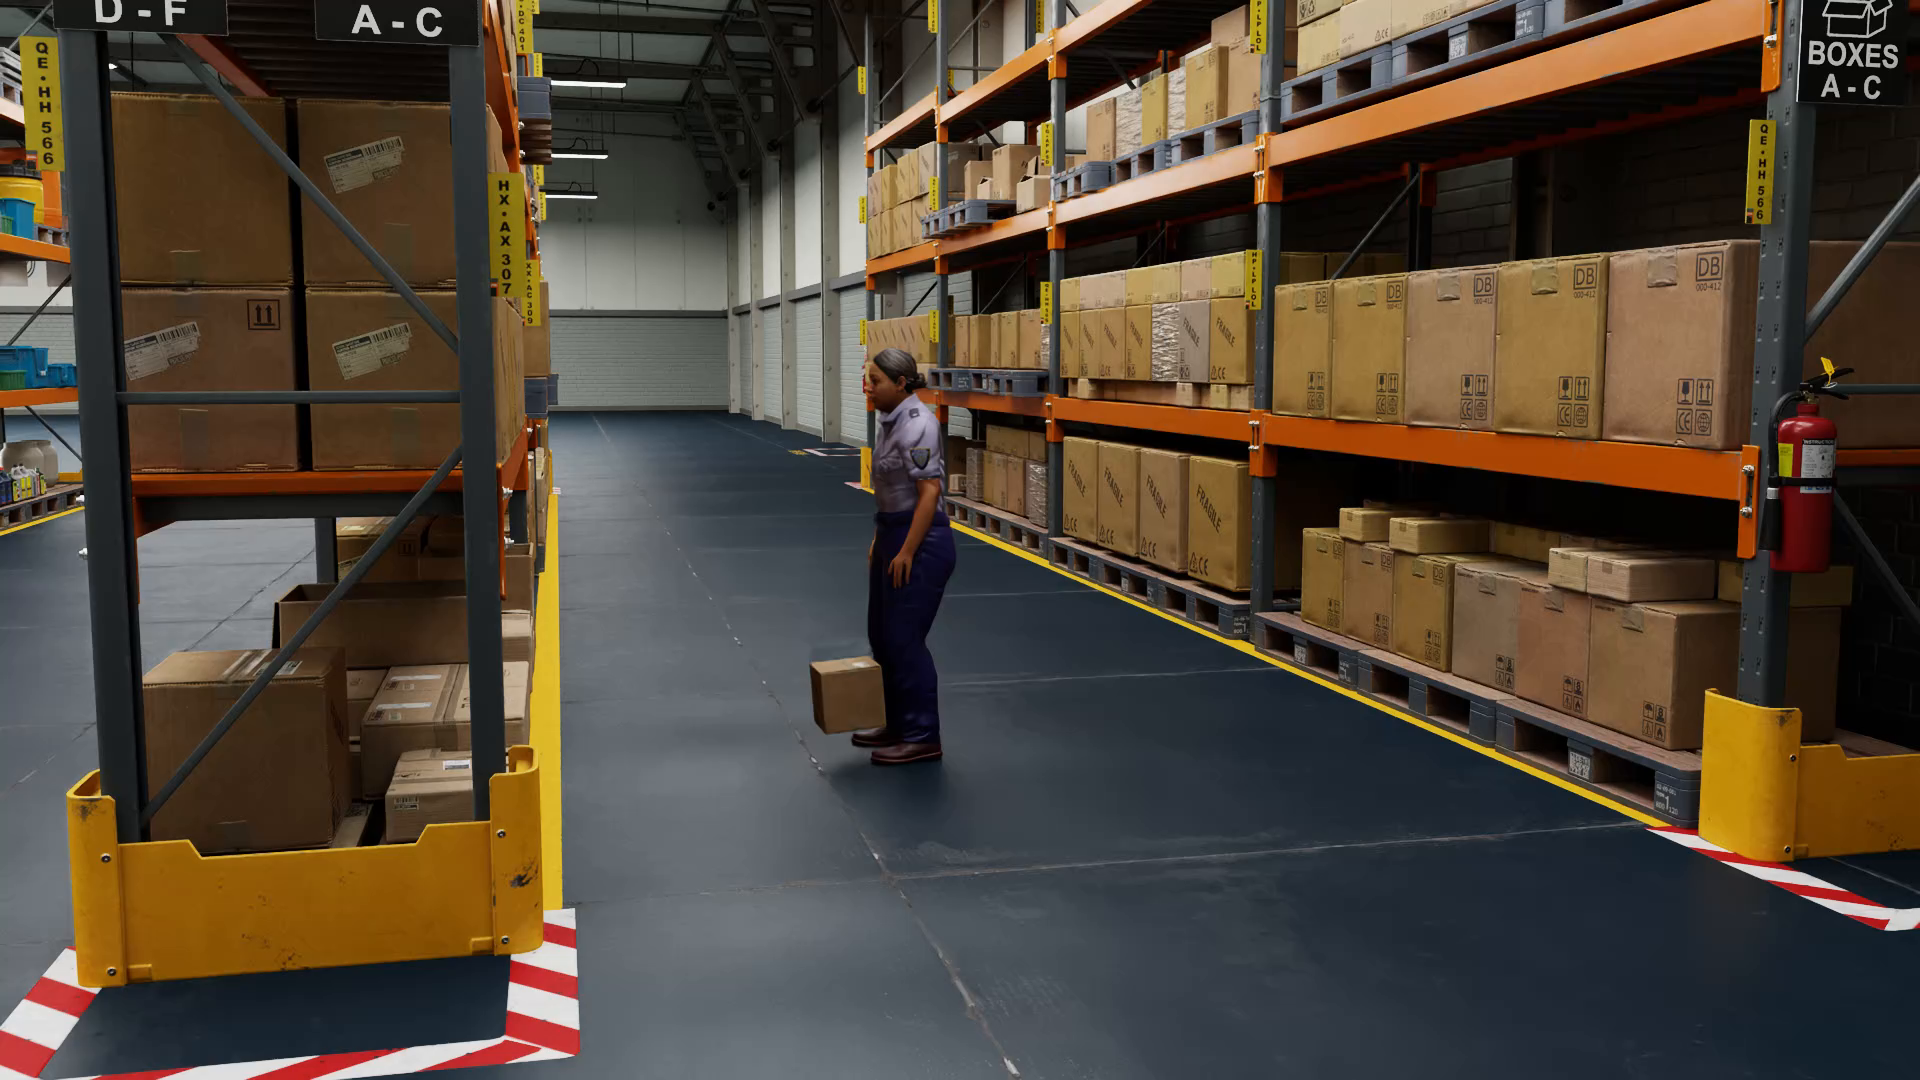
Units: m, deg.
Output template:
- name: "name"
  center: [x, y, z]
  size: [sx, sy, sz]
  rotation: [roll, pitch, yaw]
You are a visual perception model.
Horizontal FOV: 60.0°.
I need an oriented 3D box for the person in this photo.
- name: "person"
  center: [-0.221, 0.052, 6.739]
  size: [0.368, 1.653, 0.533]
  rotation: [-2, 6, -15]
